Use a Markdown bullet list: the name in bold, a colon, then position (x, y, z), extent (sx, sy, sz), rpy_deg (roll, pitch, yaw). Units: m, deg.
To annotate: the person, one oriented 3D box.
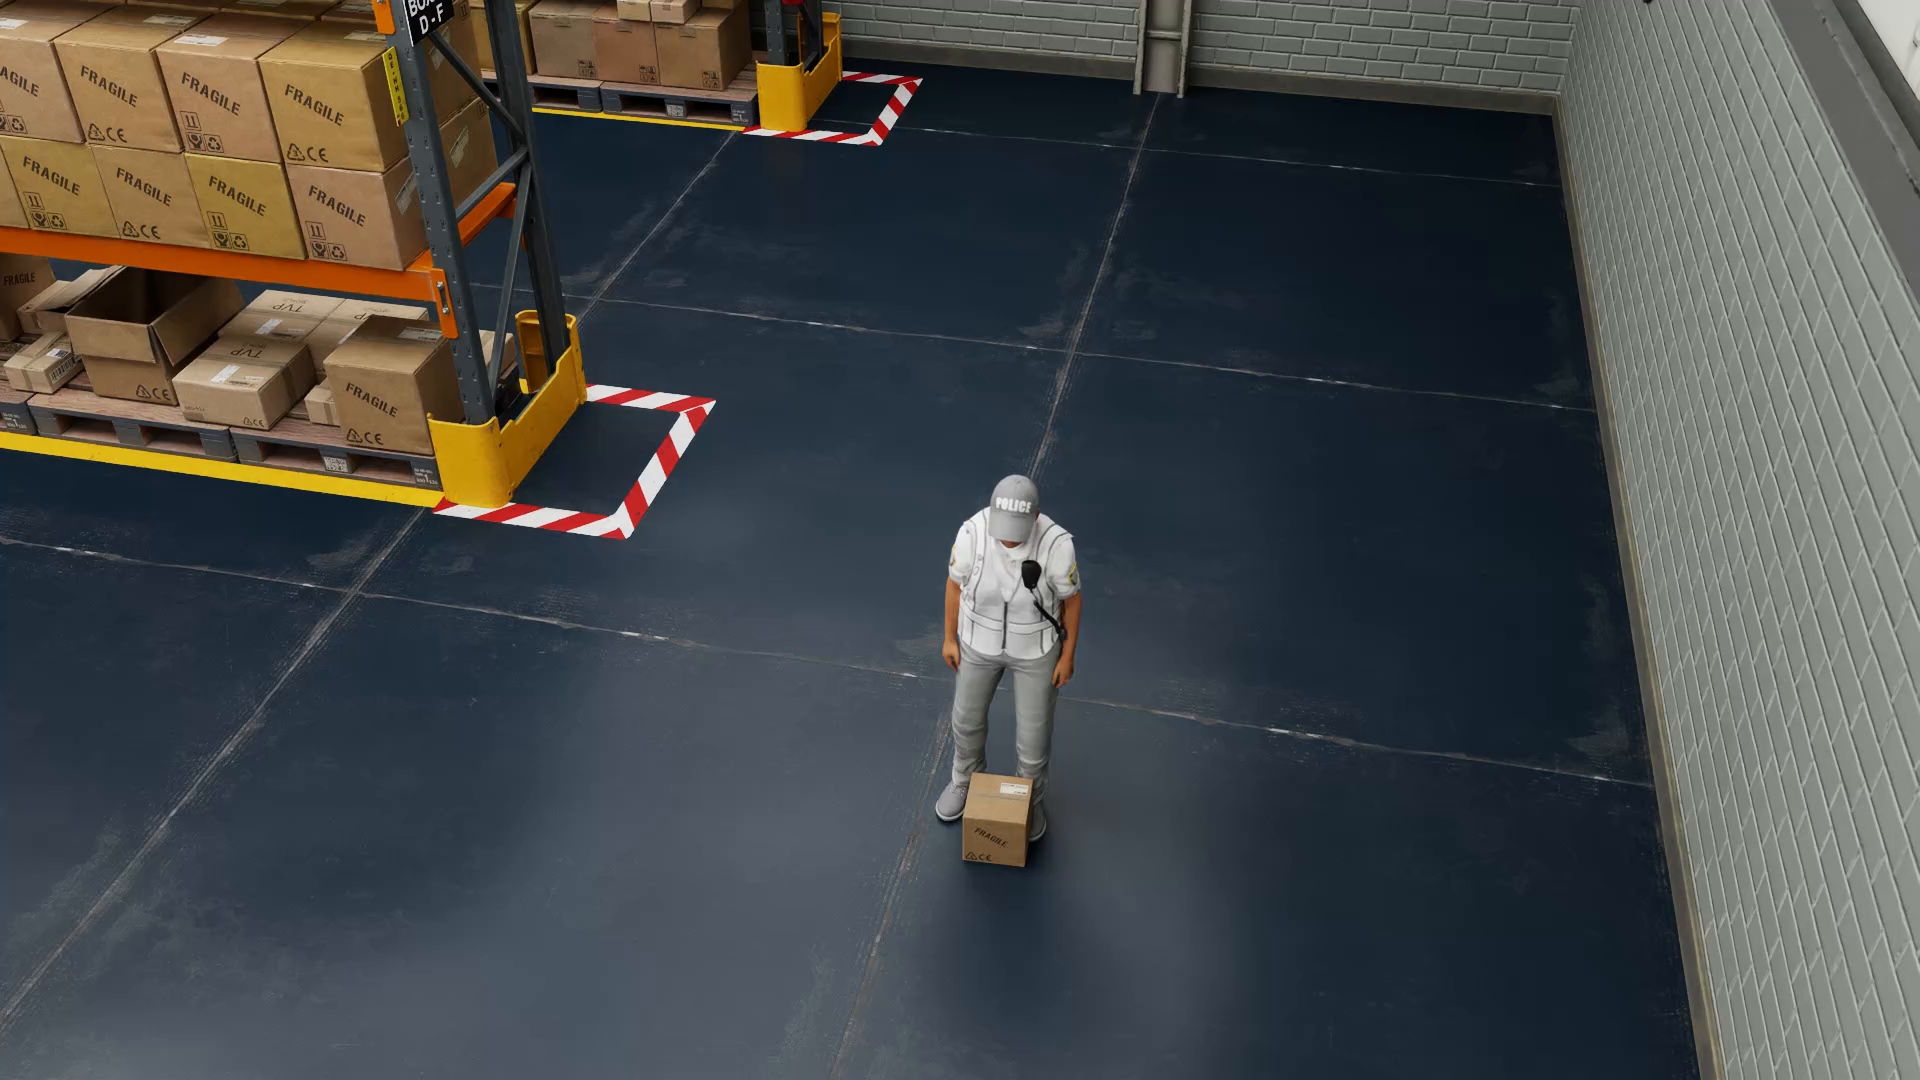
- **person**: position (0.184, 0.419, 6.397), extent (0.537, 1.666, 0.468), rpy_deg (8, 37, 10)
